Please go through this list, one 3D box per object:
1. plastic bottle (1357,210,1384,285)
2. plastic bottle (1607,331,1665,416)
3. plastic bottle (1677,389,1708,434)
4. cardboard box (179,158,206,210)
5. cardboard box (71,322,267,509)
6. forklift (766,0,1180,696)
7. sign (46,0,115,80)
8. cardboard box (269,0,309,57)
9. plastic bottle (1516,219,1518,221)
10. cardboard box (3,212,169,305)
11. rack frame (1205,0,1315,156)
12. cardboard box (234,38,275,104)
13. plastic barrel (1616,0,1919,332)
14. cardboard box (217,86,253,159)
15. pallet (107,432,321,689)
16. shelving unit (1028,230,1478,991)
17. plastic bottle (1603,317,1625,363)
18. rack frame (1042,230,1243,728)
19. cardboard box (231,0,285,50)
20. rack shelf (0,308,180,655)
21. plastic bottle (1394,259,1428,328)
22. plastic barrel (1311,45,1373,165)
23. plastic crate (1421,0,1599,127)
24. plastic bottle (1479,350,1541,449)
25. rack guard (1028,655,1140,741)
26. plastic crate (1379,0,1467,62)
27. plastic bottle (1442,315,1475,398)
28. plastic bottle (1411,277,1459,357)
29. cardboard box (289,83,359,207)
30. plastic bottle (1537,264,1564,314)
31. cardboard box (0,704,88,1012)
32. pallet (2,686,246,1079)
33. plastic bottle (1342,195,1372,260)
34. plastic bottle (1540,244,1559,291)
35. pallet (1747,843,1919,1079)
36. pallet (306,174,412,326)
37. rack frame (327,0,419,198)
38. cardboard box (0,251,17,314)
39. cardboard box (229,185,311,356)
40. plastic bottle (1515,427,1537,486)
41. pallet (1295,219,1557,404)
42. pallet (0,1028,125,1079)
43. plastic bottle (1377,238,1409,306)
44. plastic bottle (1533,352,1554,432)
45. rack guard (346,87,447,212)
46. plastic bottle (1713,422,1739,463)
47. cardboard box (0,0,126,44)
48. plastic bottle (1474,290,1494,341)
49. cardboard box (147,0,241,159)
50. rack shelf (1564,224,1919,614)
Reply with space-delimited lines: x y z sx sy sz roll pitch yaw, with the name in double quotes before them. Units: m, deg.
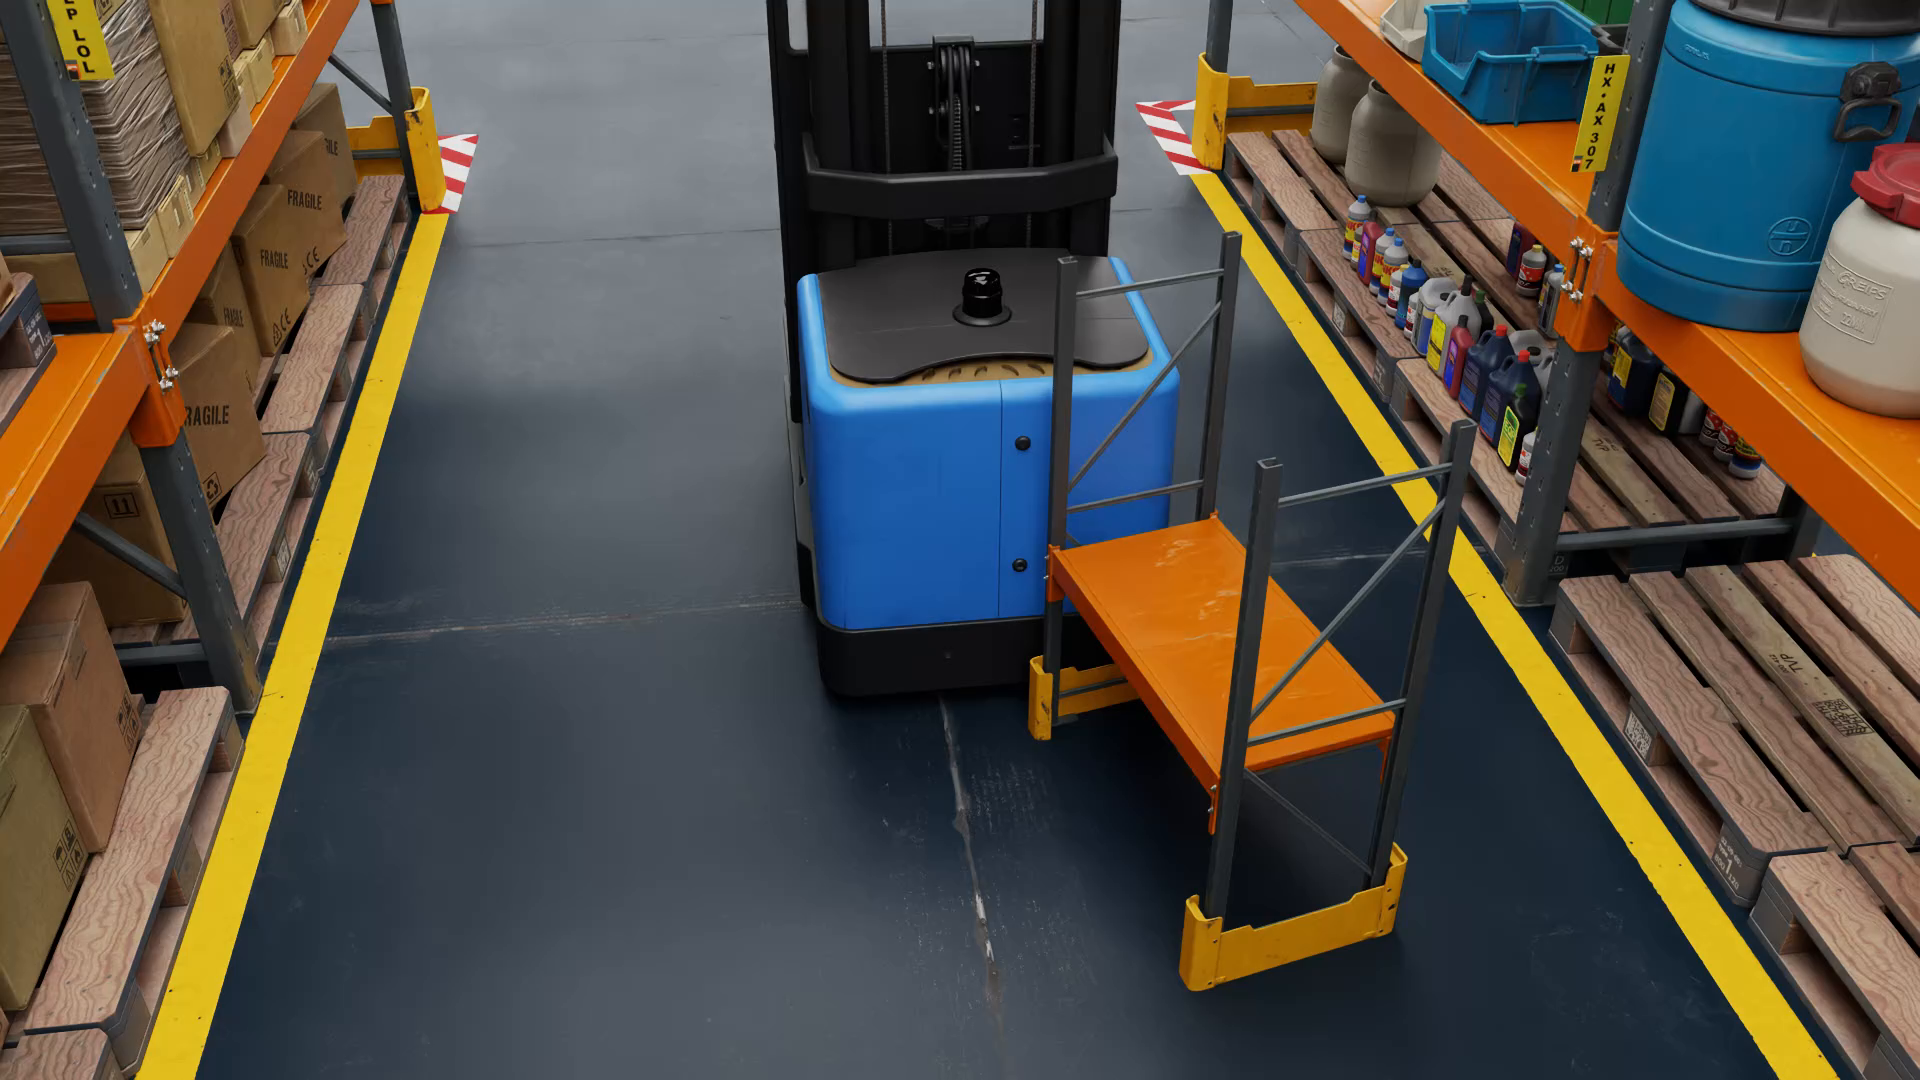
"plastic bottle" 1.706 -1.212 6.886 0.061 0.283 0.133 -4 34 -6
"plastic bottle" 2.456 -0.641 5.989 0.144 0.351 0.185 -4 35 -6
"plastic bottle" 2.617 -0.529 5.890 0.152 0.276 0.135 -3 34 -5
"cardboard box" -2.424 -1.025 4.814 0.380 0.149 0.250 -4 35 -6
"cardboard box" -2.711 -0.394 5.511 0.500 0.500 0.500 6 35 9
"forklift" -0.081 -1.563 5.441 1.130 2.935 3.031 -4 34 -6
"sign" -2.062 -1.231 3.864 0.100 0.325 0.005 -4 35 -6
"cardboard box" -2.601 -1.864 6.045 0.380 0.149 0.250 -4 35 -6
"plastic bottle" 2.440 -1.349 7.160 0.097 0.201 0.097 0 34 0
"cardboard box" -2.343 -0.747 4.406 0.380 0.149 0.250 -4 35 -6
"rack frame" 1.758 -3.315 7.951 1.000 3.000 0.127 -4 35 -6
"cardboard box" -2.558 -1.583 5.633 0.380 0.149 0.250 -4 35 -6
"plastic barrel" 2.048 -1.052 4.185 0.600 0.901 0.708 -4 35 -6
"cardboard box" -2.460 -1.306 5.227 0.380 0.149 0.250 -4 35 -6
"pallet" -2.737 0.072 5.457 1.003 0.211 1.213 -4 35 -6
"shelving unit" 0.659 0.158 4.186 0.587 1.500 1.083 -12 36 -17
"plastic bottle" 2.517 -0.804 6.298 0.097 0.271 0.097 0 34 0
"rack frame" 0.479 -0.115 4.587 0.500 1.500 0.032 -12 36 -17
"cardboard box" -2.837 -1.963 5.615 0.875 0.500 0.500 -4 35 -6
"rack shelf" -2.343 0.705 2.690 1.077 0.370 4.000 -4 35 -6
"plastic bottle" 1.780 -0.974 6.548 0.097 0.271 0.097 0 34 0
"plastic barrel" 1.922 -2.099 8.003 0.421 0.512 0.421 0 34 0
"plastic crate" 1.878 -1.619 5.594 0.499 0.251 0.616 -4 35 -6
"plastic bottle" 1.924 -0.508 5.793 0.144 0.351 0.185 -5 35 -8
"rack guard" 0.486 0.411 4.924 0.587 0.250 0.087 -12 36 -17
"plastic crate" 1.827 -1.861 6.052 0.530 0.136 0.437 -4 35 -6
"plastic bottle" 1.835 -0.675 6.098 0.061 0.283 0.133 -2 34 -3
"plastic bottle" 1.837 -0.855 6.370 0.152 0.276 0.135 -4 34 -6
"cardboard box" -3.082 -1.731 7.473 0.500 0.500 0.500 2 34 2
"plastic bottle" 2.377 -1.003 6.653 0.097 0.201 0.097 0 34 0
"cardboard box" -2.505 0.755 3.808 0.700 0.500 0.500 -5 35 -7
"pallet" -2.506 0.878 4.273 1.003 0.211 1.213 -4 35 -6
"plastic bottle" 1.693 -1.334 7.077 0.097 0.271 0.097 0 34 0
"plastic bottle" 2.465 -1.160 6.816 0.152 0.276 0.135 -5 35 -8
"pallet" 2.608 1.187 3.821 1.003 0.211 1.213 -4 35 -6
"pallet" -3.065 -1.290 7.455 1.003 0.211 1.213 -4 35 -6
"rack frame" -3.150 -2.940 7.401 1.000 3.000 0.127 -4 35 -6
"cardboard box" -2.644 -0.676 3.172 1.000 1.000 1.000 -4 34 -6
"cardboard box" -2.903 -1.049 6.473 0.500 0.500 0.500 -1 34 -2
"plastic bottle" 1.939 -0.288 5.603 0.097 0.201 0.097 0 34 0
"pallet" 2.080 -0.991 7.017 1.003 0.211 1.213 -4 35 -6
"pallet" -2.338 1.561 3.272 1.003 0.211 1.213 -4 35 -6
"plastic bottle" 1.753 -1.087 6.714 0.097 0.271 0.097 0 34 0
"plastic bottle" 2.067 -0.519 5.809 0.144 0.351 0.185 -4 35 -6
"rack guard" -3.140 -1.865 8.043 1.175 0.500 0.348 -4 35 -6
"plastic bottle" 2.674 -0.376 5.733 0.097 0.201 0.097 0 34 0
"cardboard box" -2.420 -1.556 4.129 0.500 0.500 0.500 -4 35 -6
"plastic bottle" 1.953 -0.790 6.266 0.061 0.283 0.133 -4 35 -6
"cardboard box" -2.643 -1.410 4.802 0.875 0.500 0.500 -4 35 -6
"rack shelf" 2.565 0.330 3.241 1.077 0.370 4.000 -4 35 -6
